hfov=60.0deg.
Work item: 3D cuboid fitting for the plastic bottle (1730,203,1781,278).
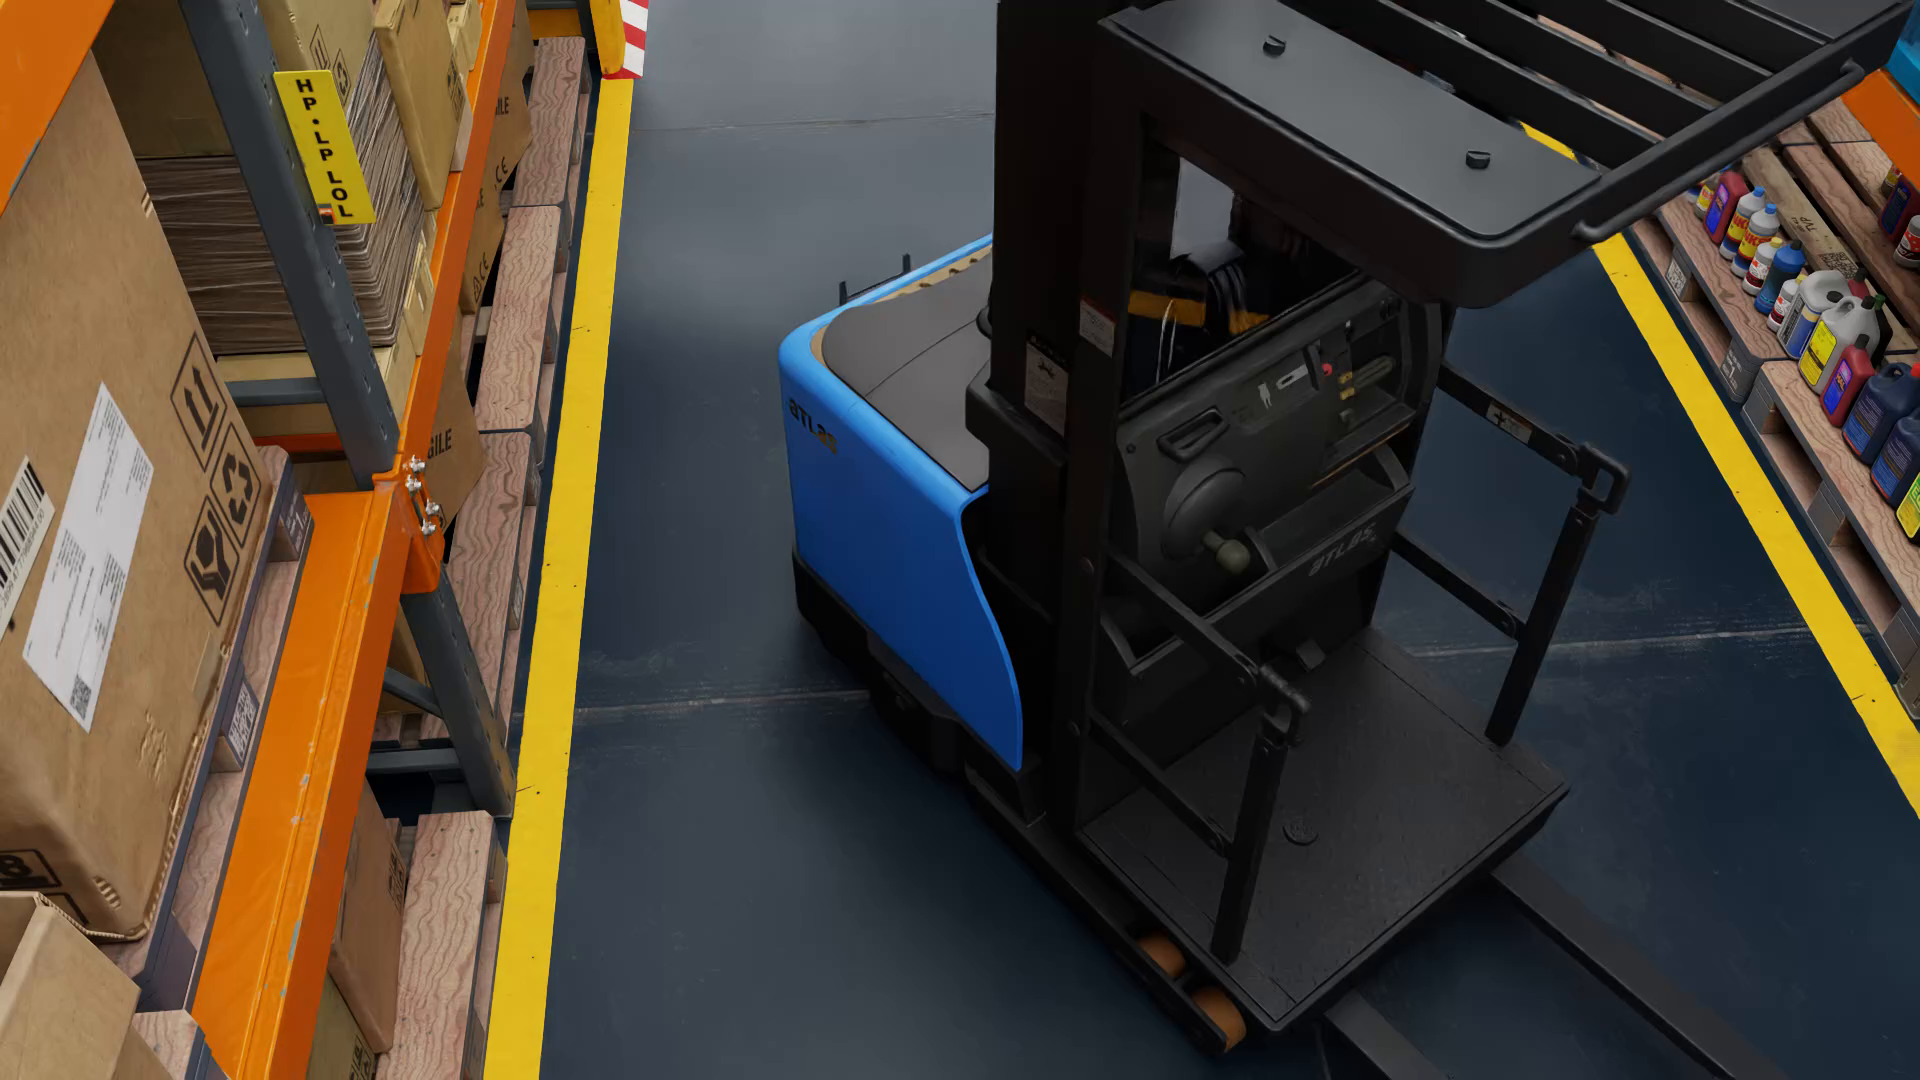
[{"bbox_3d":[2.758,-1.041,5.746,0.097,0.271,0.097,0,47,0],"label":"plastic bottle"}]

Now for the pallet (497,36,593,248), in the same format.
[{"bbox_3d":[-2.016,-1.575,6.596,1.003,0.211,1.213,-3,47,-3],"label":"pallet"}]

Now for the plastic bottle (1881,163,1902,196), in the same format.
[{"bbox_3d":[3.471,-1.366,6.102,0.097,0.201,0.097,0,47,0],"label":"plastic bottle"}]

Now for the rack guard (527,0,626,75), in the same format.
[{"bbox_3d":[-2.049,-2.264,7.050,1.175,0.500,0.348,-3,47,-3],"label":"rack guard"}]

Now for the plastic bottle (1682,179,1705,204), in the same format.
[{"bbox_3d":[2.721,-1.362,6.050,0.097,0.271,0.097,0,47,0],"label":"plastic bottle"}]

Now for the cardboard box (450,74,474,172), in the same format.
[{"bbox_3d":[-1.506,-1.096,4.395,0.380,0.149,0.250,-3,47,-3],"label":"cardboard box"}]

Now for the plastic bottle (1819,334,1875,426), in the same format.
[{"bbox_3d":[2.803,-0.505,5.230,0.061,0.283,0.133,-1,47,-1],"label":"plastic bottle"}]

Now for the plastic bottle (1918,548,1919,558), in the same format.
[{"bbox_3d":[2.874,-0.018,4.825,0.097,0.201,0.097,0,47,0],"label":"plastic bottle"}]

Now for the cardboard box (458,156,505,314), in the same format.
[{"bbox_3d":[-1.902,-1.126,5.683,0.500,0.500,0.500,0,47,0],"label":"cardboard box"}]

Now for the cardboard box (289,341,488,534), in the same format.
[{"bbox_3d":[-1.770,-0.275,4.877,0.500,0.500,0.500,10,47,9],"label":"cardboard box"}]

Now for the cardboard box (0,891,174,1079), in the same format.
[{"bbox_3d":[-1.484,0.784,2.081,0.797,0.503,0.637,1,47,1],"label":"cardboard box"}]

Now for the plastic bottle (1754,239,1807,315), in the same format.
[{"bbox_3d":[2.775,-0.895,5.608,0.097,0.271,0.097,0,47,0],"label":"plastic bottle"}]

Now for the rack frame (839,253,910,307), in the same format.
[{"bbox_3d":[-0.244,-0.467,5.072,0.240,0.900,0.006,-28,52,-24],"label":"rack frame"}]

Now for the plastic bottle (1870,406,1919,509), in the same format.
[{"bbox_3d":[2.874,-0.274,4.965,0.144,0.351,0.185,-5,47,-4],"label":"plastic bottle"}]

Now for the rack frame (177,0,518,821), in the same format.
[{"bbox_3d":[-1.721,-0.284,3.453,1.000,3.000,0.127,-3,47,-3],"label":"rack frame"}]

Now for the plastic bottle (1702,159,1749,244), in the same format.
[{"bbox_3d":[2.722,-1.201,5.889,0.061,0.283,0.133,-3,47,-3],"label":"plastic bottle"}]

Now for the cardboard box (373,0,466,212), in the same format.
[{"bbox_3d":[-1.704,-1.114,3.966,0.875,0.500,0.500,-3,47,-3],"label":"cardboard box"}]

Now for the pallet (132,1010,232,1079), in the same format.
[{"bbox_3d":[-1.592,1.246,2.136,1.003,0.211,1.213,-3,47,-3],"label":"pallet"}]

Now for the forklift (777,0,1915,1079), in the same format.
[{"bbox_3d":[0.827,-0.174,3.397,1.130,2.935,3.031,-30,54,-26],"label":"forklift"}]

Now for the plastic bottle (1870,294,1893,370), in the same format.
[{"bbox_3d":[2.931,-0.648,5.366,0.061,0.283,0.133,-3,47,-3],"label":"plastic bottle"}]

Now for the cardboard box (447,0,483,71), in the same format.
[{"bbox_3d":[-1.578,-1.456,4.736,0.380,0.149,0.250,-3,47,-3],"label":"cardboard box"}]

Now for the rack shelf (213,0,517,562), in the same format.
[{"bbox_3d":[-1.888,-1.484,5.085,1.077,0.370,4.000,-3,47,-3],"label":"rack shelf"}]

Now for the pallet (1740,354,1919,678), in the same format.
[{"bbox_3d":[3.200,-0.115,5.213,1.003,0.211,1.213,-3,47,-3],"label":"pallet"}]

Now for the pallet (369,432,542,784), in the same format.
[{"bbox_3d":[-1.812,0.191,4.924,1.003,0.211,1.213,-3,47,-3],"label":"pallet"}]

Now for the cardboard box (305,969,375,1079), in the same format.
[{"bbox_3d":[-1.670,1.216,3.451,0.700,0.500,0.500,-4,47,-4],"label":"cardboard box"}]

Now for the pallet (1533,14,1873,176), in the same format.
[{"bbox_3d":[2.996,-1.880,6.885,1.003,0.211,1.213,-3,47,-3],"label":"pallet"}]

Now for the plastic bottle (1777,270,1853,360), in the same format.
[{"bbox_3d":[2.821,-0.739,5.457,0.152,0.276,0.135,-3,47,-3],"label":"plastic bottle"}]

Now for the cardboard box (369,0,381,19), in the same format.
[{"bbox_3d":[-1.548,-1.467,3.611,0.500,0.500,0.500,-3,47,-3],"label":"cardboard box"}]

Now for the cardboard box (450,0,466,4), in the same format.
[{"bbox_3d":[-1.846,-1.834,4.647,0.875,0.500,0.500,-3,47,-3],"label":"cardboard box"}]

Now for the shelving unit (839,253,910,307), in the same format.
[{"bbox_3d":[-0.184,-0.407,5.015,0.258,0.900,0.210,-28,52,-24],"label":"shelving unit"}]

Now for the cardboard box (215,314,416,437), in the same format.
[{"bbox_3d":[-1.439,-0.372,3.709,0.380,0.149,0.250,-3,47,-3],"label":"cardboard box"}]

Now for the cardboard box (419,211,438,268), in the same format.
[{"bbox_3d":[-1.495,-0.733,4.051,0.380,0.149,0.250,-3,47,-3],"label":"cardboard box"}]

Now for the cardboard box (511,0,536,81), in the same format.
[{"bbox_3d":[-2.020,-2.010,6.520,0.500,0.500,0.500,4,47,4],"label":"cardboard box"}]
